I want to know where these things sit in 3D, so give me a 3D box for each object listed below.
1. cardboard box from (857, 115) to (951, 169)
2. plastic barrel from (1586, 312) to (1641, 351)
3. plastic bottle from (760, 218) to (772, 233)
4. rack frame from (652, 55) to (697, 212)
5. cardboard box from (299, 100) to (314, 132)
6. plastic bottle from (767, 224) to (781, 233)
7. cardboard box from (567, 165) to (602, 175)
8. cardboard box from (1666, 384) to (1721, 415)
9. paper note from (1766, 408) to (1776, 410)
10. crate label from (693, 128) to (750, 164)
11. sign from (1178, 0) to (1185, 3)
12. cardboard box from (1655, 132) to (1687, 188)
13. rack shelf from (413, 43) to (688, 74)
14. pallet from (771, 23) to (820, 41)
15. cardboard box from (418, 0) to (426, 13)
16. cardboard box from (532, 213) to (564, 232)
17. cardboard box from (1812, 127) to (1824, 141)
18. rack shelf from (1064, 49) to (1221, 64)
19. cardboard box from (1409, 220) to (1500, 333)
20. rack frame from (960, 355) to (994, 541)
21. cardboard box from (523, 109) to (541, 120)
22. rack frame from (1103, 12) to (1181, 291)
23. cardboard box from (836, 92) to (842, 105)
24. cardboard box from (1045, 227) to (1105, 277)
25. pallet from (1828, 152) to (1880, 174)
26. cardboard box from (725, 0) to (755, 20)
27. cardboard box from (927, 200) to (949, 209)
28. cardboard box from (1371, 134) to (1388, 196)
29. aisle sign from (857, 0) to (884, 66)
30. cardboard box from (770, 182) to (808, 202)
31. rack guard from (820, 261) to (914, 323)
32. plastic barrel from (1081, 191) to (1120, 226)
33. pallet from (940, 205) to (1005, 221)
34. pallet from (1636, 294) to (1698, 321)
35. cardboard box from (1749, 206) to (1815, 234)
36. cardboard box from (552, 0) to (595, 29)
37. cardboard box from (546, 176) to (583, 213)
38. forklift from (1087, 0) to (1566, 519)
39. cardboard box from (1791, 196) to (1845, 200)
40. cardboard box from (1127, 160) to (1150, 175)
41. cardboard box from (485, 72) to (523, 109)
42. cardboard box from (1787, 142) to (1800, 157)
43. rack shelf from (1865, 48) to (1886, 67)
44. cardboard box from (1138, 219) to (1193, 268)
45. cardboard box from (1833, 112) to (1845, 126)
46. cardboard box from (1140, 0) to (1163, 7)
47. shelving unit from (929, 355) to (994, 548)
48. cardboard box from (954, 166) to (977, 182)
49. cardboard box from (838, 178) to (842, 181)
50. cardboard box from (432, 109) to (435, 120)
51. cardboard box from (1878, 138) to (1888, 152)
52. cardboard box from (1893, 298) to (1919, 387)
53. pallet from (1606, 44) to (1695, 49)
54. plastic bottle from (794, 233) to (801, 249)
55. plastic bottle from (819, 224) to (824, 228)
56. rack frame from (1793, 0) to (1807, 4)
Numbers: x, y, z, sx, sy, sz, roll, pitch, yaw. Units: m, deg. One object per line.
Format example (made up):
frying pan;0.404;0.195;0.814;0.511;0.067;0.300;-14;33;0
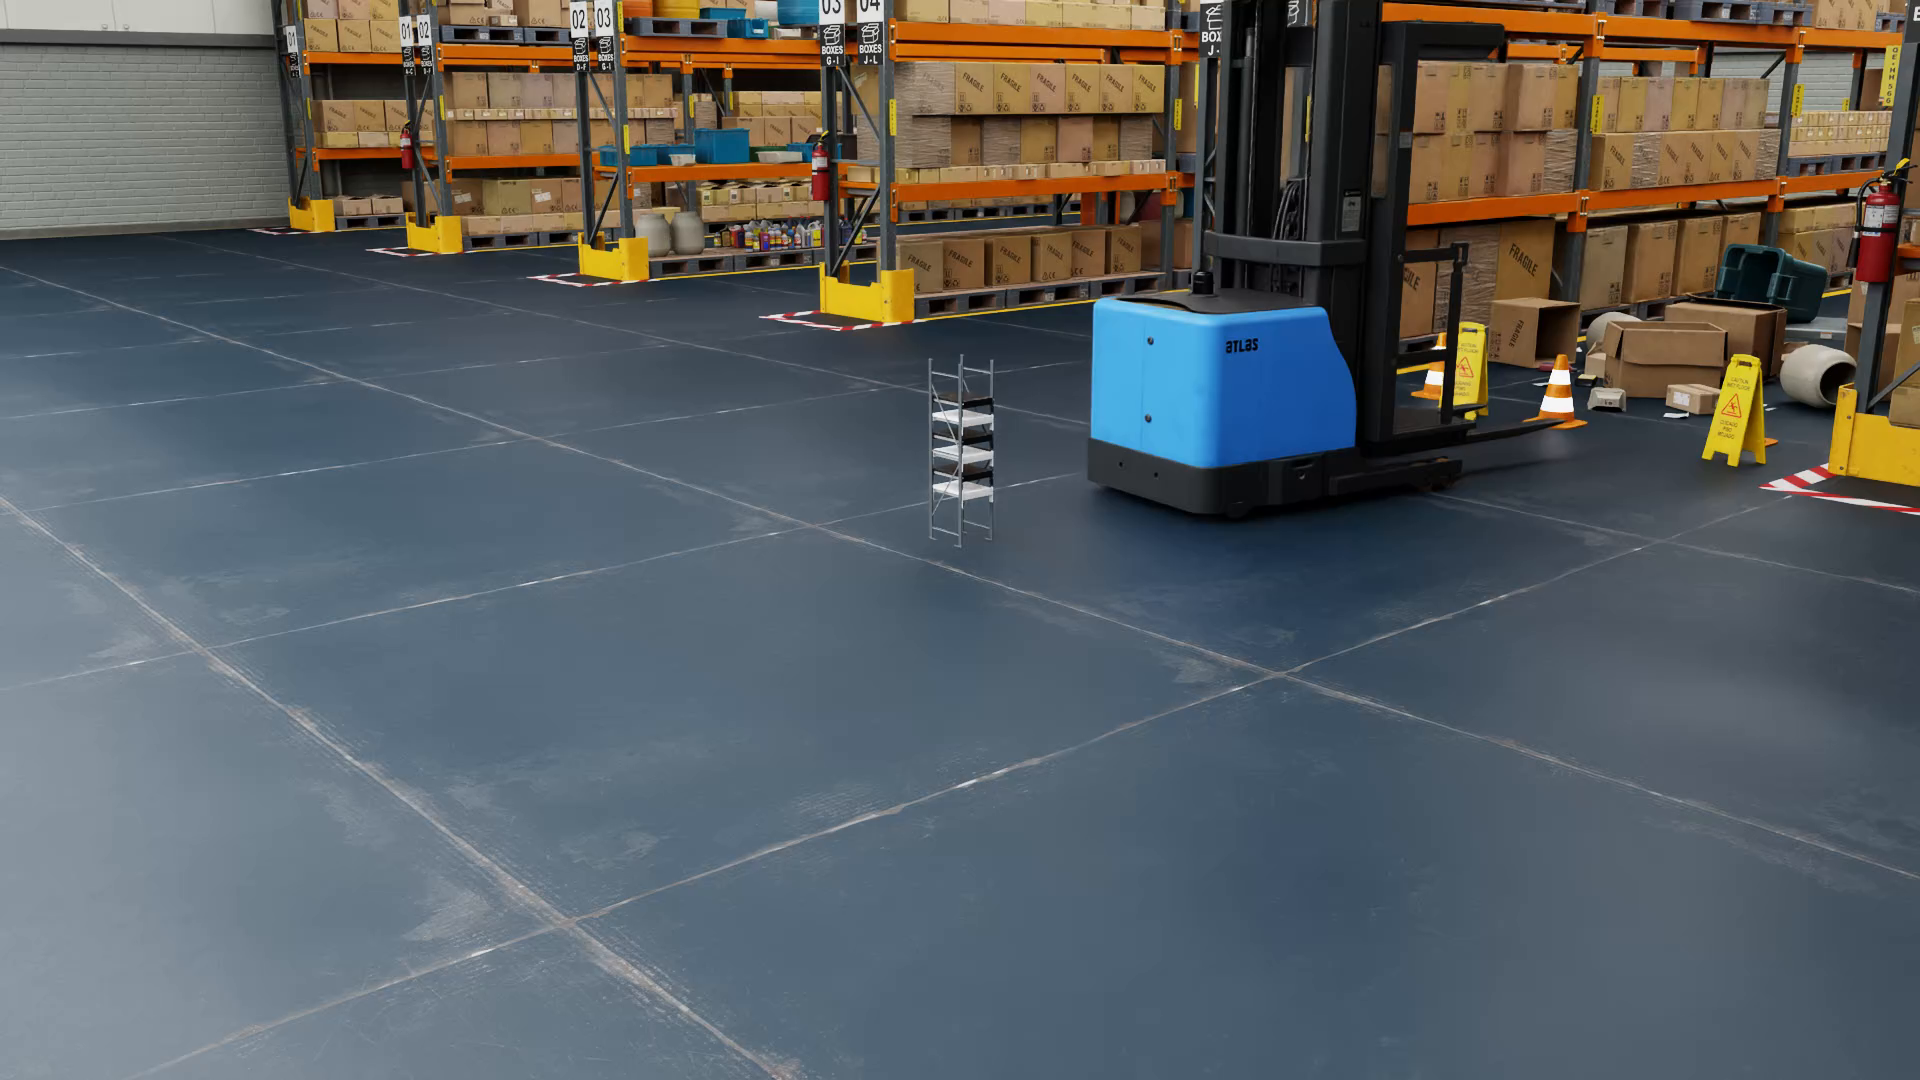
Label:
cardboard box;-0.559;-3.958;16.485;0.500;0.500;0.875;-13;19;-39
plastic barrel;5.356;-1.637;13.560;0.421;0.421;0.512;0;15;-1
plastic bottle;-2.571;-4.093;22.040;0.185;0.351;0.144;-13;20;-40
rack frame;-4.475;-6.285;25.966;0.127;3.000;1.000;-13;19;-39
cardboard box;-10.531;-6.992;27.411;0.500;0.500;0.500;-13;20;-40
plastic bottle;-2.454;-4.032;21.958;0.135;0.276;0.152;-13;19;-39
cardboard box;-6.855;-6.819;30.504;0.500;0.250;0.500;-13;20;-41
cardboard box;5.175;-0.987;11.655;0.250;0.149;0.380;-3;15;-11
paper note;5.693;-0.919;11.673;0.123;0.001;0.032;-13;19;-39
crate label;-3.033;-5.024;21.177;0.616;0.435;0.502;-13;19;-39
sign;2.387;-5.950;17.900;0.005;0.325;0.100;-13;19;-39
cardboard box;6.538;-3.628;15.825;0.500;0.500;0.500;-13;20;-40
rack shelf;-5.984;-7.048;24.404;4.000;0.370;1.077;-13;19;-39
pallet;-1.706;-6.537;21.462;1.003;0.211;1.213;-13;19;-39
cardboard box;-8.723;-8.916;27.833;0.500;0.500;0.500;-14;20;-41
cardboard box;-6.190;-4.699;24.545;0.500;0.250;0.500;-13;19;-39
cardboard box;9.121;-4.411;18.047;0.250;0.149;0.380;-13;20;-41
rack shelf;3.300;-7.438;25.865;4.000;0.370;1.077;-13;19;-39
cardboard box;4.007;-2.303;14.363;0.875;0.875;0.875;-12;19;-39
rack frame;0.083;-0.453;8.203;0.006;0.900;0.240;-13;19;-39
cardboard box;-6.277;-6.169;24.081;0.250;0.149;0.380;-14;20;-41
rack frame;2.025;-4.356;18.744;0.127;3.000;1.000;-13;19;-39
cardboard box;-2.656;-8.868;33.374;0.500;0.250;0.500;-12;19;-38
cardboard box;1.270;-3.192;18.419;0.500;0.500;0.500;-6;16;-22
pallet;9.689;-4.301;18.912;1.213;0.211;1.003;-13;19;-39
cardboard box;-3.569;-8.425;26.188;0.500;0.500;0.500;-10;18;-34
cardboard box;-0.535;-6.079;29.185;0.500;0.500;0.500;-14;20;-41
cardboard box;2.838;-2.937;13.142;0.550;0.550;0.875;-13;19;-39
aisle sign;-0.842;-4.865;15.614;0.004;0.787;0.394;-13;19;-39
cardboard box;-2.841;-5.712;27.251;0.500;0.311;0.500;-12;19;-38
rack guard;-0.935;-2.483;16.578;0.348;0.500;1.175;-13;19;-39
plastic barrel;2.149;-5.238;25.439;0.708;0.830;0.600;-13;19;-39
pallet;0.051;-5.940;30.079;1.213;0.211;1.003;-13;19;-39
pallet;6.658;-2.379;16.747;1.213;0.211;1.003;-13;19;-39
cardboard box;8.902;-3.478;18.034;0.500;0.250;0.500;-14;20;-42
cardboard box;-5.800;-7.800;24.541;0.637;0.503;0.797;-10;18;-33
cardboard box;-5.808;-5.145;24.761;0.500;0.500;0.500;-13;19;-39
forklift;2.227;-1.790;9.270;3.031;2.935;1.130;-9;18;-31
cardboard box;10.109;-3.921;19.695;0.500;0.250;0.500;-12;19;-38
cardboard box;1.861;-4.100;18.274;0.250;0.149;0.380;-13;19;-39
cardboard box;-6.699;-6.458;23.907;0.500;0.500;0.700;-13;20;-41
cardboard box;8.692;-4.169;17.717;0.250;0.149;0.380;-13;20;-40
rack shelf;12.749;-6.169;21.113;4.000;0.370;1.077;-13;19;-39
cardboard box;2.503;-3.460;19.384;0.700;0.500;0.500;14;21;43
cardboard box;9.490;-4.638;18.320;0.250;0.149;0.380;-12;19;-37
cardboard box;1.970;-5.814;17.908;0.250;0.149;0.380;-12;19;-38
shelving unit;0.006;-0.436;8.139;0.210;0.900;0.258;-13;19;-39
cardboard box;-0.046;-3.683;16.712;0.250;0.149;0.380;-13;19;-39
cardboard box;-2.045;-6.076;28.613;0.500;0.311;0.500;-12;19;-38
cardboard box;-7.329;-6.071;23.714;0.250;0.149;0.380;-13;20;-40
cardboard box;10.496;-4.576;19.240;0.250;0.149;0.380;-14;20;-42
cardboard box;5.946;-1.172;9.886;0.500;0.500;0.500;-12;19;-39
pallet;10.525;-7.667;25.501;1.213;0.211;1.003;-13;19;-39
plastic bottle;-2.107;-3.876;21.518;0.097;0.201;0.097;0;15;0
plastic bottle;-1.784;-4.043;22.000;0.135;0.276;0.152;-13;19;-39
rack frame;8.222;-6.949;16.828;0.127;3.000;1.000;-13;19;-39
